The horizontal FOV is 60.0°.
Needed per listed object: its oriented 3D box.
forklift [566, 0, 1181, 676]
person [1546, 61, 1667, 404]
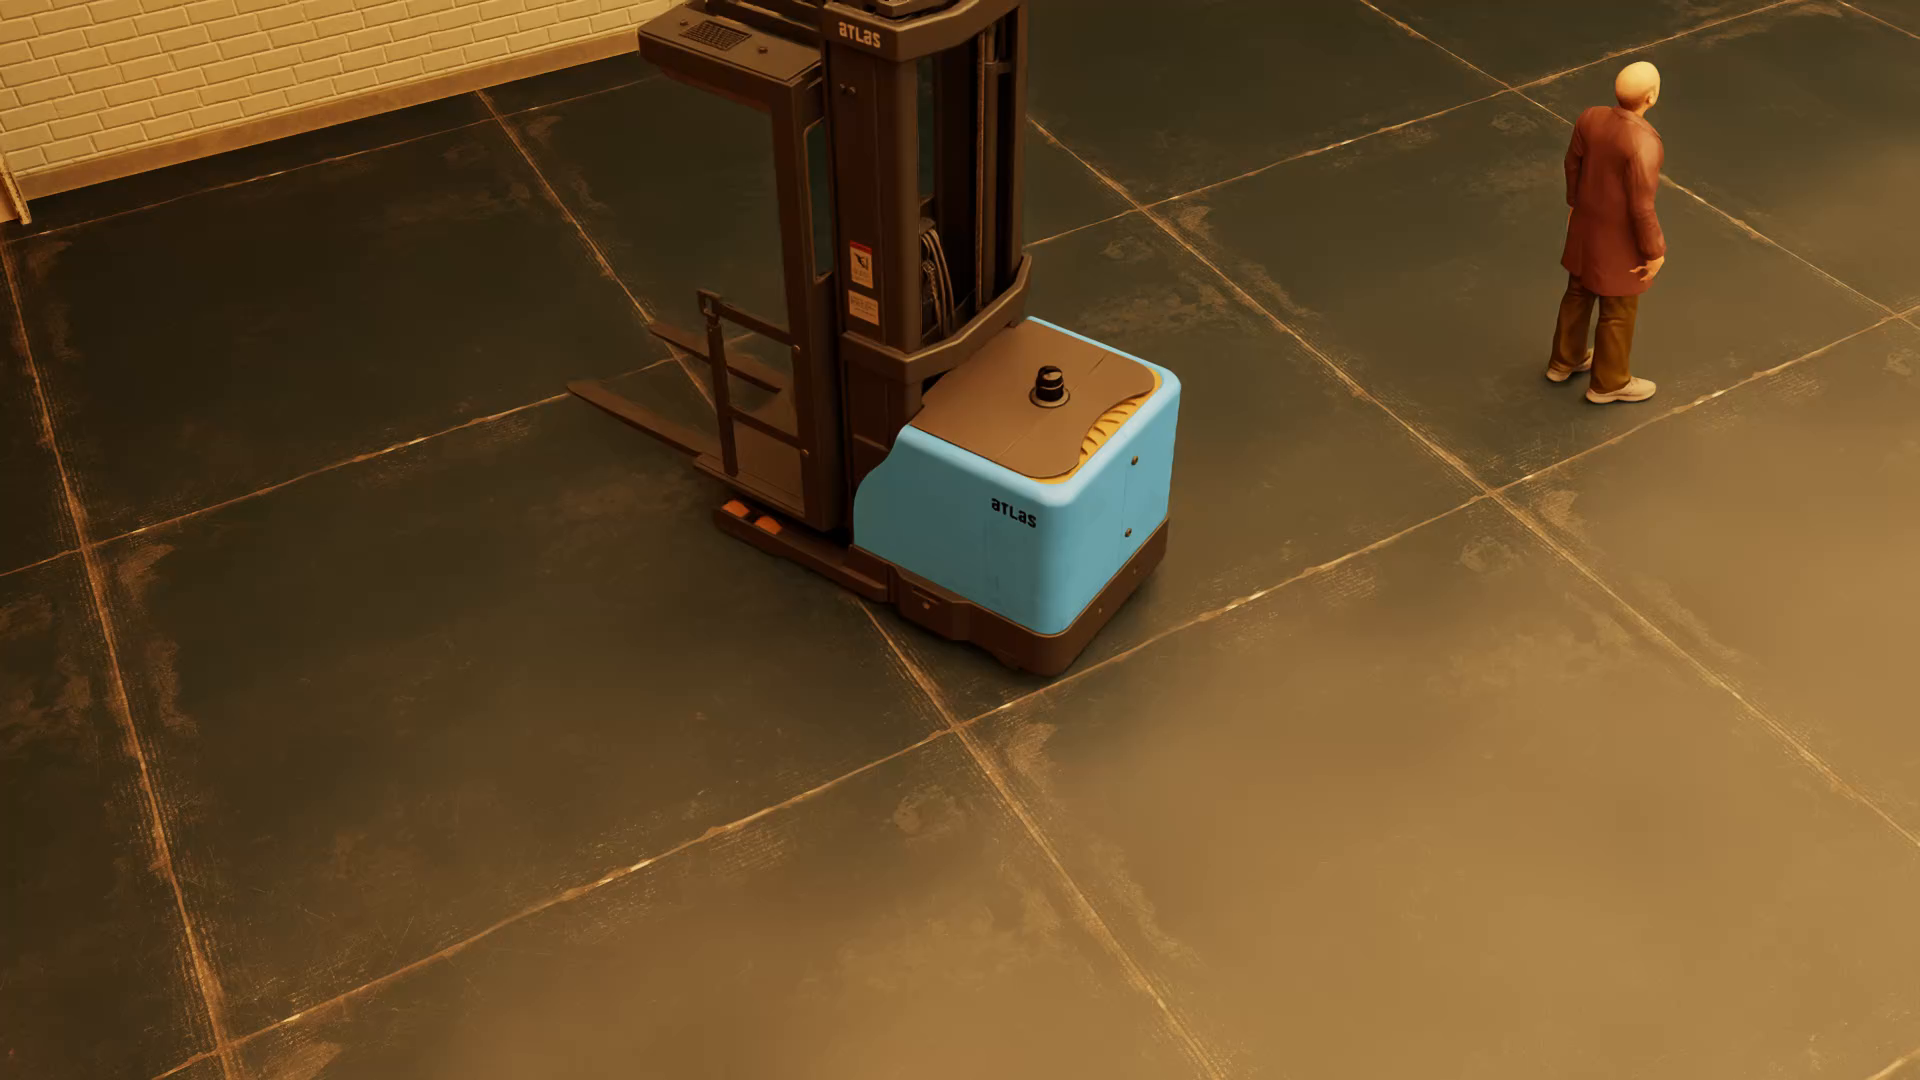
[{"bbox_3d":[-0.552,-1.290,7.089,3.031,2.935,1.130,25,48,25],"label":"forklift"},{"bbox_3d":[3.265,-1.522,8.183,0.563,1.783,0.691,-14,45,-14],"label":"person"}]
